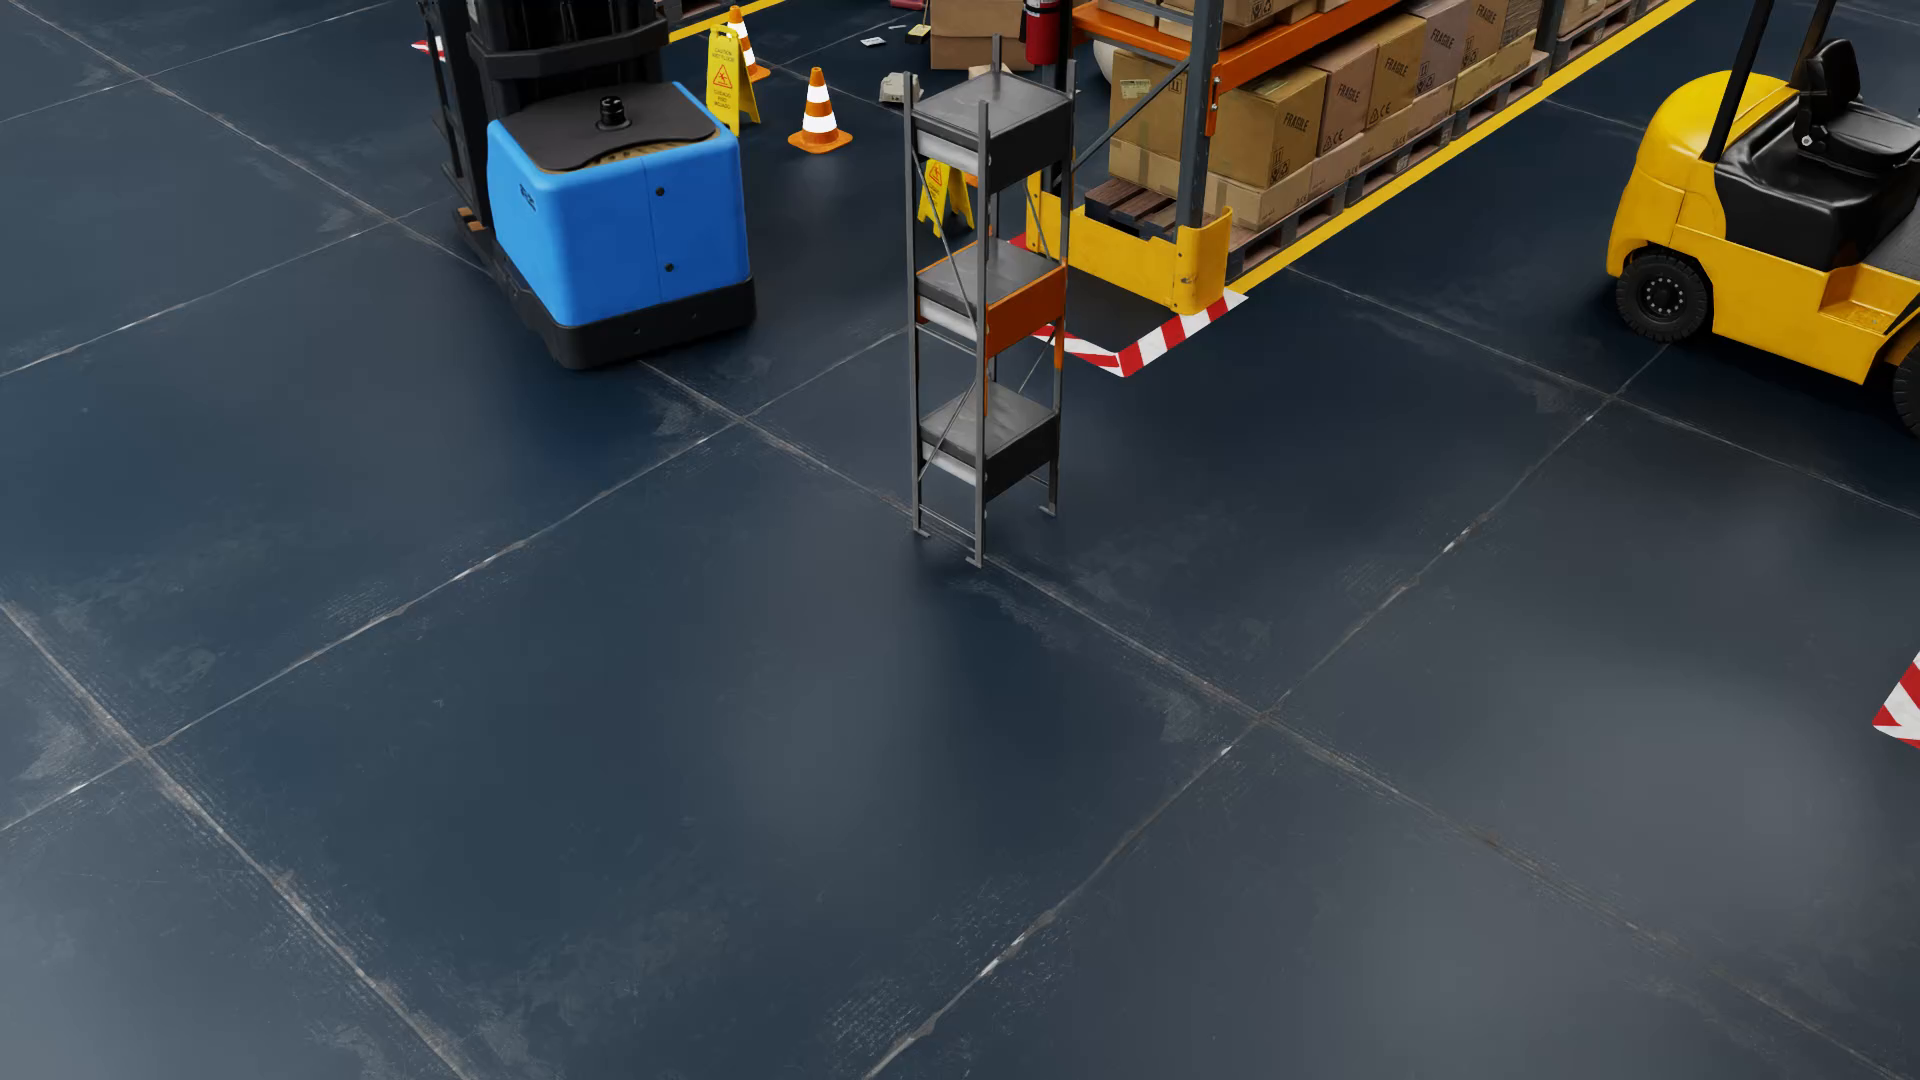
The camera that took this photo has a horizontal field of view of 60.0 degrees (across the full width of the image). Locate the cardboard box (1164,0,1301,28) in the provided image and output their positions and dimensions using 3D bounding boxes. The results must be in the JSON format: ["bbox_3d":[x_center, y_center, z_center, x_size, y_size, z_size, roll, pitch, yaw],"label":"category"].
[{"bbox_3d":[1.362,-2.882,8.144,0.500,0.500,0.500,29,47,31],"label":"cardboard box"}]

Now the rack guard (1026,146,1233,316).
[{"bbox_3d":[0.889,-1.681,8.963,1.175,0.500,0.348,30,47,32],"label":"rack guard"}]

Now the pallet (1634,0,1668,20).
[{"bbox_3d":[4.883,-4.292,12.479,1.003,0.211,1.213,30,47,32],"label":"pallet"}]

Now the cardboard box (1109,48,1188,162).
[{"bbox_3d":[1.186,-2.484,9.233,0.500,0.500,0.500,30,47,32],"label":"cardboard box"}]

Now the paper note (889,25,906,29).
[{"bbox_3d":[-0.446,-3.652,11.835,0.123,0.001,0.032,-11,40,-14],"label":"paper note"}]

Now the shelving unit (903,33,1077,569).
[{"bbox_3d":[0.112,-0.898,6.692,0.431,2.100,0.503,30,47,32],"label":"shelving unit"}]

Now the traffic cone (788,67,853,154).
[{"bbox_3d":[-0.873,-2.681,10.250,0.336,0.463,0.334,30,47,32],"label":"traffic cone"}]

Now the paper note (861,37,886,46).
[{"bbox_3d":[-0.601,-3.482,11.606,0.142,0.017,0.144,-18,42,-21],"label":"paper note"}]

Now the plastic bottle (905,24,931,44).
[{"bbox_3d":[-0.273,-3.568,11.688,0.133,0.061,0.283,14,41,17],"label":"plastic bottle"}]

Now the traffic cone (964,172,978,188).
[{"bbox_3d":[0.176,-2.371,9.860,0.336,0.463,0.334,30,47,32],"label":"traffic cone"}]

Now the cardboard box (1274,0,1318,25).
[{"bbox_3d":[1.618,-2.805,8.570,0.380,0.149,0.250,28,46,31],"label":"cardboard box"}]

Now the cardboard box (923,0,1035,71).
[{"bbox_3d":[0.154,-3.518,11.270,0.797,0.503,0.637,2,39,2],"label":"cardboard box"}]

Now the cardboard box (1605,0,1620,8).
[{"bbox_3d":[4.371,-4.172,11.861,0.625,0.372,0.950,-31,48,-33],"label":"cardboard box"}]

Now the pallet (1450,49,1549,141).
[{"bbox_3d":[3.109,-3.048,10.913,1.003,0.211,1.213,30,47,32],"label":"pallet"}]

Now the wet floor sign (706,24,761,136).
[{"bbox_3d":[-1.442,-2.891,10.367,0.267,0.644,0.232,22,43,25],"label":"wet floor sign"}]

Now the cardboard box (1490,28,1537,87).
[{"bbox_3d":[3.336,-3.166,10.693,0.500,0.250,0.500,-32,48,-34],"label":"cardboard box"}]

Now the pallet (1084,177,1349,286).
[{"bbox_3d":[1.463,-1.927,9.503,1.003,0.211,1.213,30,47,32],"label":"pallet"}]

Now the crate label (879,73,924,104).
[{"bbox_3d":[-0.389,-2.941,10.838,0.250,0.136,0.298,8,39,10],"label":"crate label"}]

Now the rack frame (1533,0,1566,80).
[{"bbox_3d":[3.536,-4.462,10.452,1.000,3.000,0.127,30,47,32],"label":"rack frame"}]

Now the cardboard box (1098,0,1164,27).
[{"bbox_3d":[0.932,-2.788,8.548,0.380,0.149,0.250,31,48,33],"label":"cardboard box"}]

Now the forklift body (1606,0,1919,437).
[{"bbox_3d":[4.437,-1.847,7.845,2.313,2.155,1.214,30,47,32],"label":"forklift body"}]

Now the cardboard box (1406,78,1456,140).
[{"bbox_3d":[2.637,-2.686,10.089,0.500,0.250,0.500,30,48,32],"label":"cardboard box"}]

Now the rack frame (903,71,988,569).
[{"bbox_3d":[-0.053,-0.786,6.551,0.400,2.100,0.015,30,47,32],"label":"rack frame"}]

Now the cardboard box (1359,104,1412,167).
[{"bbox_3d":[2.295,-2.455,9.799,0.500,0.250,0.500,-31,48,-33],"label":"cardboard box"}]

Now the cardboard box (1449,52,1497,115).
[{"bbox_3d":[2.984,-2.917,10.381,0.500,0.250,0.500,28,46,31],"label":"cardboard box"}]

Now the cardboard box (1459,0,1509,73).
[{"bbox_3d":[2.993,-3.225,10.165,0.500,0.500,0.500,31,48,33],"label":"cardboard box"}]

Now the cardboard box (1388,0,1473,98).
[{"bbox_3d":[2.650,-2.990,9.870,0.500,0.500,0.500,-31,48,-33],"label":"cardboard box"}]

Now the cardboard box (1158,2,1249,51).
[{"bbox_3d":[1.220,-2.596,8.306,0.380,0.149,0.250,30,47,32],"label":"cardboard box"}]

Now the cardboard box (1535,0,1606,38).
[{"bbox_3d":[3.888,-3.840,11.443,0.950,0.372,0.625,30,47,32],"label":"cardboard box"}]

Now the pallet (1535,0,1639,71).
[{"bbox_3d":[4.060,-3.729,11.770,1.003,0.211,1.213,30,47,32],"label":"pallet"}]

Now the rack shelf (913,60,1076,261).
[{"bbox_3d":[0.112,-1.435,6.265,0.431,0.518,0.480,30,47,32],"label":"rack shelf"}]

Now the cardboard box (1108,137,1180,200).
[{"bbox_3d":[1.201,-2.208,9.489,0.500,0.250,0.500,29,47,32],"label":"cardboard box"}]

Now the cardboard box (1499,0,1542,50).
[{"bbox_3d":[3.335,-3.460,10.460,0.500,0.500,0.500,29,47,31],"label":"cardboard box"}]

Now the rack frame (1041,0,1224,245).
[{"bbox_3d":[0.838,-2.625,8.141,1.000,3.000,0.127,30,47,32],"label":"rack frame"}]

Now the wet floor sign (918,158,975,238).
[{"bbox_3d":[-0.080,-2.065,9.329,0.232,0.644,0.267,-18,42,-21],"label":"wet floor sign"}]

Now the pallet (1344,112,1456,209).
[{"bbox_3d":[2.286,-2.485,10.205,1.003,0.211,1.213,30,47,32],"label":"pallet"}]

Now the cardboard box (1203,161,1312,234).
[{"bbox_3d":[1.586,-1.967,9.186,0.500,0.250,0.500,29,47,32],"label":"cardboard box"}]

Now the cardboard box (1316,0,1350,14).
[{"bbox_3d":[1.823,-2.903,8.692,0.380,0.149,0.250,30,48,32],"label":"cardboard box"}]

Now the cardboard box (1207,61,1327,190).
[{"bbox_3d":[1.602,-2.272,8.967,0.500,0.500,0.500,28,46,31],"label":"cardboard box"}]

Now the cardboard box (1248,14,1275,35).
[{"bbox_3d":[1.379,-2.718,8.459,0.380,0.149,0.250,30,48,32],"label":"cardboard box"}]

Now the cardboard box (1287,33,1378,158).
[{"bbox_3d":[1.951,-2.514,9.271,0.500,0.500,0.500,28,46,30],"label":"cardboard box"}]

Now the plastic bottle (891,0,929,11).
[{"bbox_3d":[-0.350,-3.920,12.130,0.283,0.061,0.133,14,41,17],"label":"plastic bottle"}]

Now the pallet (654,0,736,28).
[{"bbox_3d":[-2.403,-3.966,12.068,1.003,0.211,1.213,30,47,32],"label":"pallet"}]

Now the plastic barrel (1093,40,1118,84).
[{"bbox_3d":[1.114,-3.201,10.936,0.421,0.421,0.512,-5,39,-6],"label":"plastic barrel"}]

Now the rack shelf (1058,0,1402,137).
[{"bbox_3d":[2.187,-3.262,9.520,1.077,0.370,4.000,30,47,32],"label":"rack shelf"}]

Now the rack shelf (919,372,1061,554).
[{"bbox_3d":[0.112,-0.339,7.136,0.431,0.518,0.480,30,47,32],"label":"rack shelf"}]

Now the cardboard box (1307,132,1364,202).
[{"bbox_3d":[1.936,-2.199,9.477,0.500,0.250,0.500,31,48,33],"label":"cardboard box"}]

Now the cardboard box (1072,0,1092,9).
[{"bbox_3d":[0.779,-4.004,11.772,0.797,0.637,0.503,30,47,32],"label":"cardboard box"}]

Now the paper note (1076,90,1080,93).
[{"bbox_3d":[0.744,-2.941,10.941,0.032,0.001,0.123,30,47,32],"label":"paper note"}]

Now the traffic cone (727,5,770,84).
[{"bbox_3d":[-1.478,-3.312,11.043,0.336,0.463,0.334,30,47,32],"label":"traffic cone"}]

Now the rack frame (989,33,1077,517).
[{"bbox_3d":[0.276,-1.010,6.833,0.400,2.100,0.015,30,47,32],"label":"rack frame"}]

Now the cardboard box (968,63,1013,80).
[{"bbox_3d":[0.230,-2.959,10.852,0.250,0.149,0.380,-11,40,-14],"label":"cardboard box"}]

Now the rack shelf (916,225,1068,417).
[{"bbox_3d":[0.112,-0.887,6.701,0.431,0.518,0.480,30,47,32],"label":"rack shelf"}]

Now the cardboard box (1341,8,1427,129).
[{"bbox_3d":[2.296,-2.741,9.556,0.500,0.500,0.500,31,48,33],"label":"cardboard box"}]

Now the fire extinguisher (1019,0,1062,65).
[{"bbox_3d":[0.420,-2.735,8.342,0.296,0.674,0.183,30,47,32],"label":"fire extinguisher"}]

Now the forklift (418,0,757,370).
[{"bbox_3d":[-2.212,-2.887,8.525,1.130,2.935,3.031,-19,42,-23],"label":"forklift"}]
